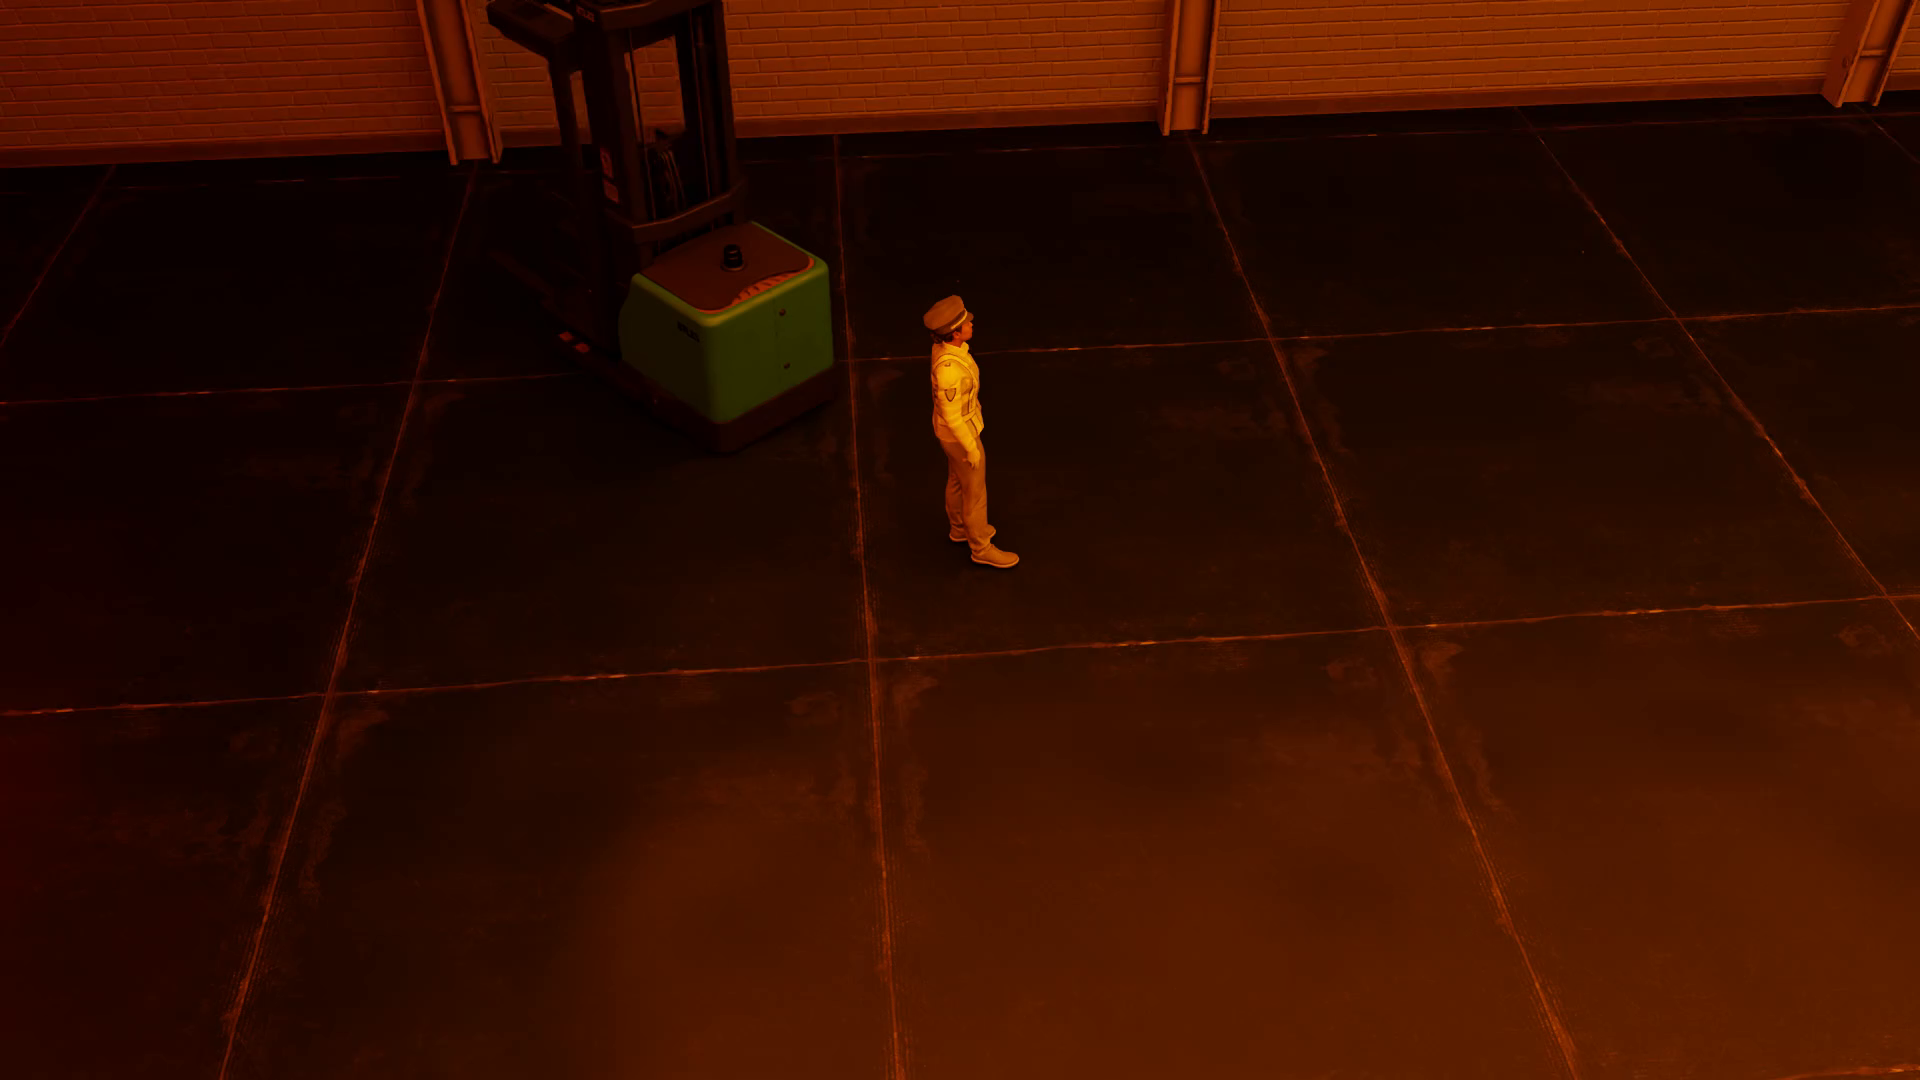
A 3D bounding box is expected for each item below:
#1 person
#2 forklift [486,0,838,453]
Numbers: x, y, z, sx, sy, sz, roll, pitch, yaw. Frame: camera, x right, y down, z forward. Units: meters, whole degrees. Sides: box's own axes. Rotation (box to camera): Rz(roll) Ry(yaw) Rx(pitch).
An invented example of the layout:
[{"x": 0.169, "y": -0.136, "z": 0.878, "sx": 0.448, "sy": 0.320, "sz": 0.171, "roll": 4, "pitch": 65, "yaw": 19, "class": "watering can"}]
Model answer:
[{"x": 0.069, "y": -0.649, "z": 9.637, "sx": 0.532, "sy": 1.694, "sz": 0.586, "roll": -3, "pitch": 41, "yaw": -4, "class": "person"}, {"x": -2.216, "y": -2.531, "z": 10.897, "sx": 1.130, "sy": 2.935, "sz": 3.031, "roll": -33, "pitch": 50, "yaw": -32, "class": "forklift"}]
